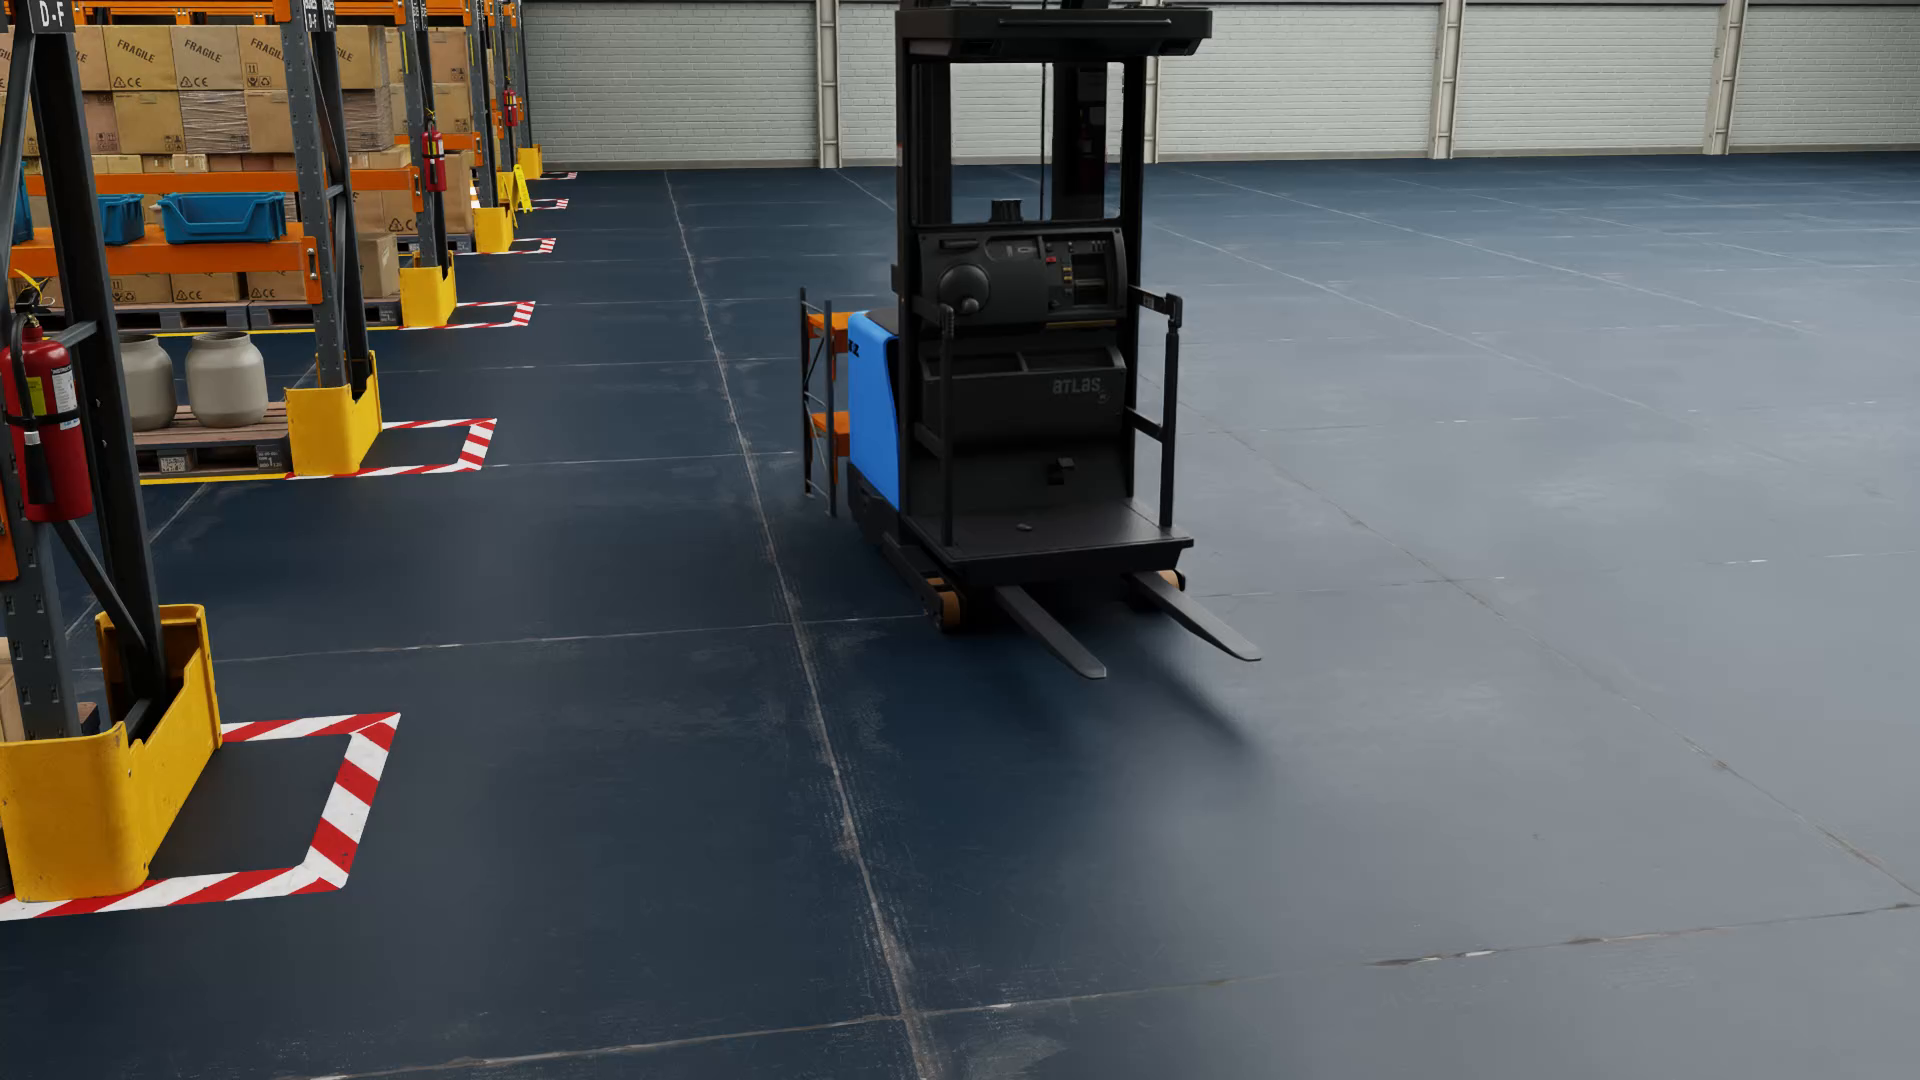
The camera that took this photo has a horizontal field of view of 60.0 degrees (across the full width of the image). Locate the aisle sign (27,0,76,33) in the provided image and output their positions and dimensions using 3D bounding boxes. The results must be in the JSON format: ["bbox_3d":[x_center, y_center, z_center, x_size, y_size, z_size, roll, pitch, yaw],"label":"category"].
[{"bbox_3d":[-2.704,-1.891,4.853,0.004,0.787,0.394,-3,17,-10],"label":"aisle sign"}]

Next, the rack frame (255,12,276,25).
[{"bbox_3d":[-11.339,-7.477,27.468,0.127,3.000,1.000,-3,17,-10],"label":"rack frame"}]

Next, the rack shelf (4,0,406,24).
[{"bbox_3d":[-6.550,-4.391,13.536,4.000,0.370,1.077,-3,17,-10],"label":"rack shelf"}]

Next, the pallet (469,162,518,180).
[{"bbox_3d":[-8.155,-6.312,28.424,1.213,0.211,1.003,-3,17,-10],"label":"pallet"}]

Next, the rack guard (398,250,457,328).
[{"bbox_3d":[-4.661,-2.213,14.587,0.348,0.500,1.175,-3,17,-10],"label":"rack guard"}]

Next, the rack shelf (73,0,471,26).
[{"bbox_3d":[-7.392,-5.827,18.210,4.000,0.370,1.077,-3,17,-10],"label":"rack shelf"}]

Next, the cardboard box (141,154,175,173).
[{"bbox_3d":[-6.538,-3.109,13.674,0.250,0.149,0.380,-3,17,-10],"label":"cardboard box"}]

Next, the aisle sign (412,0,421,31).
[{"bbox_3d":[-4.469,-4.572,13.582,0.004,0.787,0.394,-3,17,-10],"label":"aisle sign"}]

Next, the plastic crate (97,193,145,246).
[{"bbox_3d":[-4.720,-1.765,9.123,0.408,0.251,0.499,-3,17,-10],"label":"plastic crate"}]

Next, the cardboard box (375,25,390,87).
[{"bbox_3d":[-5.178,-4.128,14.185,0.500,0.500,0.500,-3,17,-10],"label":"cardboard box"}]

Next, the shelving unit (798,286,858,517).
[{"bbox_3d":[-0.274,-0.780,8.856,1.048,1.125,0.538,-7,18,-20],"label":"shelving unit"}]

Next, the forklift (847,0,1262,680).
[{"bbox_3d":[0.340,-1.151,6.989,1.130,2.935,3.031,-5,18,-16],"label":"forklift"}]

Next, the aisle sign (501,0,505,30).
[{"bbox_3d":[-6.464,-7.605,23.455,0.004,0.787,0.394,-3,17,-10],"label":"aisle sign"}]

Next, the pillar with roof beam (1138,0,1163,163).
[{"bbox_3d":[4.333,-10.216,26.167,0.400,9.000,9.100,-3,17,-10],"label":"pillar with roof beam"}]

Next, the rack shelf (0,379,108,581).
[{"bbox_3d":[-4.674,-0.101,4.678,4.000,0.370,1.077,-3,17,-10],"label":"rack shelf"}]

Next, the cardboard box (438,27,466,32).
[{"bbox_3d":[-6.926,-6.846,23.032,0.500,0.500,0.700,-4,17,-12],"label":"cardboard box"}]

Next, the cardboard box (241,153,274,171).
[{"bbox_3d":[-5.810,-3.163,13.849,0.250,0.149,0.380,-3,17,-10],"label":"cardboard box"}]

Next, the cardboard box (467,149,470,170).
[{"bbox_3d":[-7.334,-5.547,23.875,0.500,0.500,0.500,-4,17,-12],"label":"cardboard box"}]

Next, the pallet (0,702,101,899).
[{"bbox_3d":[-3.454,0.831,5.167,1.213,0.211,1.003,-3,17,-10],"label":"pallet"}]

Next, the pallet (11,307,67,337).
[{"bbox_3d":[-7.861,-1.904,14.073,1.213,0.211,1.003,-3,17,-10],"label":"pallet"}]

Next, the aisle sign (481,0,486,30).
[{"bbox_3d":[-5.415,-6.181,18.820,0.004,0.787,0.394,-3,17,-10],"label":"aisle sign"}]

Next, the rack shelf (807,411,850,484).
[{"bbox_3d":[-0.274,-0.546,8.928,1.000,0.278,0.538,-7,18,-20],"label":"rack shelf"}]

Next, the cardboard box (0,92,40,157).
[{"bbox_3d":[-7.563,-3.405,13.531,0.500,0.500,0.875,-3,17,-10],"label":"cardboard box"}]

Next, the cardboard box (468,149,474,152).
[{"bbox_3d":[-8.325,-6.683,27.999,0.500,0.250,0.500,-3,17,-11],"label":"cardboard box"}]

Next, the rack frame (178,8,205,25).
[{"bbox_3d":[-10.394,-6.047,22.809,0.127,3.000,1.000,-3,17,-10],"label":"rack frame"}]

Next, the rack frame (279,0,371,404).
[{"bbox_3d":[-3.647,-1.985,9.585,0.127,3.000,1.000,-3,17,-10],"label":"rack frame"}]

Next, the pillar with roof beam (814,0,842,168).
[{"bbox_3d":[-1.558,-9.882,25.079,0.400,9.000,9.100,-3,17,-10],"label":"pillar with roof beam"}]

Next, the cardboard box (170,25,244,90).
[{"bbox_3d":[-6.061,-3.922,13.512,0.500,0.500,0.500,-3,17,-10],"label":"cardboard box"}]

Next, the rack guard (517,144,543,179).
[{"bbox_3d":[-7.388,-6.506,28.564,0.348,0.500,1.175,-3,17,-10],"label":"rack guard"}]

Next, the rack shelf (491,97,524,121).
[{"bbox_3d":[-9.375,-7.245,27.936,4.000,0.370,1.077,-3,17,-10],"label":"rack shelf"}]

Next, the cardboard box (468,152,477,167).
[{"bbox_3d":[-8.303,-6.444,28.072,0.500,0.250,0.500,-3,17,-10],"label":"cardboard box"}]

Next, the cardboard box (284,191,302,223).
[{"bbox_3d":[-7.840,-3.876,18.648,0.875,0.875,0.875,-3,17,-10],"label":"cardboard box"}]

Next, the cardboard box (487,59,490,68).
[{"bbox_3d":[-7.944,-7.935,27.683,0.250,0.149,0.380,-3,17,-10],"label":"cardboard box"}]

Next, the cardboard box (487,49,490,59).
[{"bbox_3d":[-7.960,-8.097,27.703,0.250,0.149,0.380,-3,17,-10],"label":"cardboard box"}]

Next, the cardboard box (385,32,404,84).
[{"bbox_3d":[-6.322,-5.369,18.509,0.550,0.550,0.875,-3,17,-10],"label":"cardboard box"}]

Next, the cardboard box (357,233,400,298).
[{"bbox_3d":[-5.203,-2.388,14.441,0.500,0.500,0.500,0,17,0],"label":"cardboard box"}]

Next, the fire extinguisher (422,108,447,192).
[{"bbox_3d":[-4.387,-3.249,13.833,0.183,0.674,0.296,-3,17,-10],"label":"fire extinguisher"}]

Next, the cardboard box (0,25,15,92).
[{"bbox_3d":[-7.533,-3.838,13.238,0.500,0.500,0.500,-3,17,-10],"label":"cardboard box"}]

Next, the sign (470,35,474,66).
[{"bbox_3d":[-5.339,-5.358,18.191,0.005,0.325,0.100,-3,17,-10],"label":"sign"}]

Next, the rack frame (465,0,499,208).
[{"bbox_3d":[-5.428,-4.848,18.907,0.127,3.000,1.000,-3,17,-10],"label":"rack frame"}]

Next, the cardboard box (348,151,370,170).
[{"bbox_3d":[-5.073,-3.203,13.980,0.250,0.149,0.380,-3,17,-10],"label":"cardboard box"}]

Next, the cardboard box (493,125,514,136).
[{"bbox_3d":[-7.805,-6.949,28.012,0.500,0.250,0.500,-3,17,-9],"label":"cardboard box"}]

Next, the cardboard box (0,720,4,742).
[{"bbox_3d":[-3.181,0.672,4.903,0.500,0.250,0.500,-3,17,-10],"label":"cardboard box"}]

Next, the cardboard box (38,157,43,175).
[{"bbox_3d":[-7.260,-3.046,13.467,0.250,0.149,0.380,-3,17,-10],"label":"cardboard box"}]

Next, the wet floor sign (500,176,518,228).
[{"bbox_3d":[-5.775,-4.295,21.117,0.232,0.644,0.267,-6,18,-20],"label":"wet floor sign"}]

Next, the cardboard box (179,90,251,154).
[{"bbox_3d":[-6.099,-3.502,13.848,0.500,0.500,0.875,-3,17,-10],"label":"cardboard box"}]

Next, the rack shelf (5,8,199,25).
[{"bbox_3d":[-12.357,-7.025,22.112,4.000,0.370,1.077,-3,17,-10],"label":"rack shelf"}]

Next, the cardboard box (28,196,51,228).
[{"bbox_3d":[-9.948,-3.690,18.253,0.750,0.750,1.050,-3,17,-11],"label":"cardboard box"}]

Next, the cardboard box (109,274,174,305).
[{"bbox_3d":[-6.958,-2.298,14.146,0.500,0.500,0.500,-5,18,-15],"label":"cardboard box"}]
